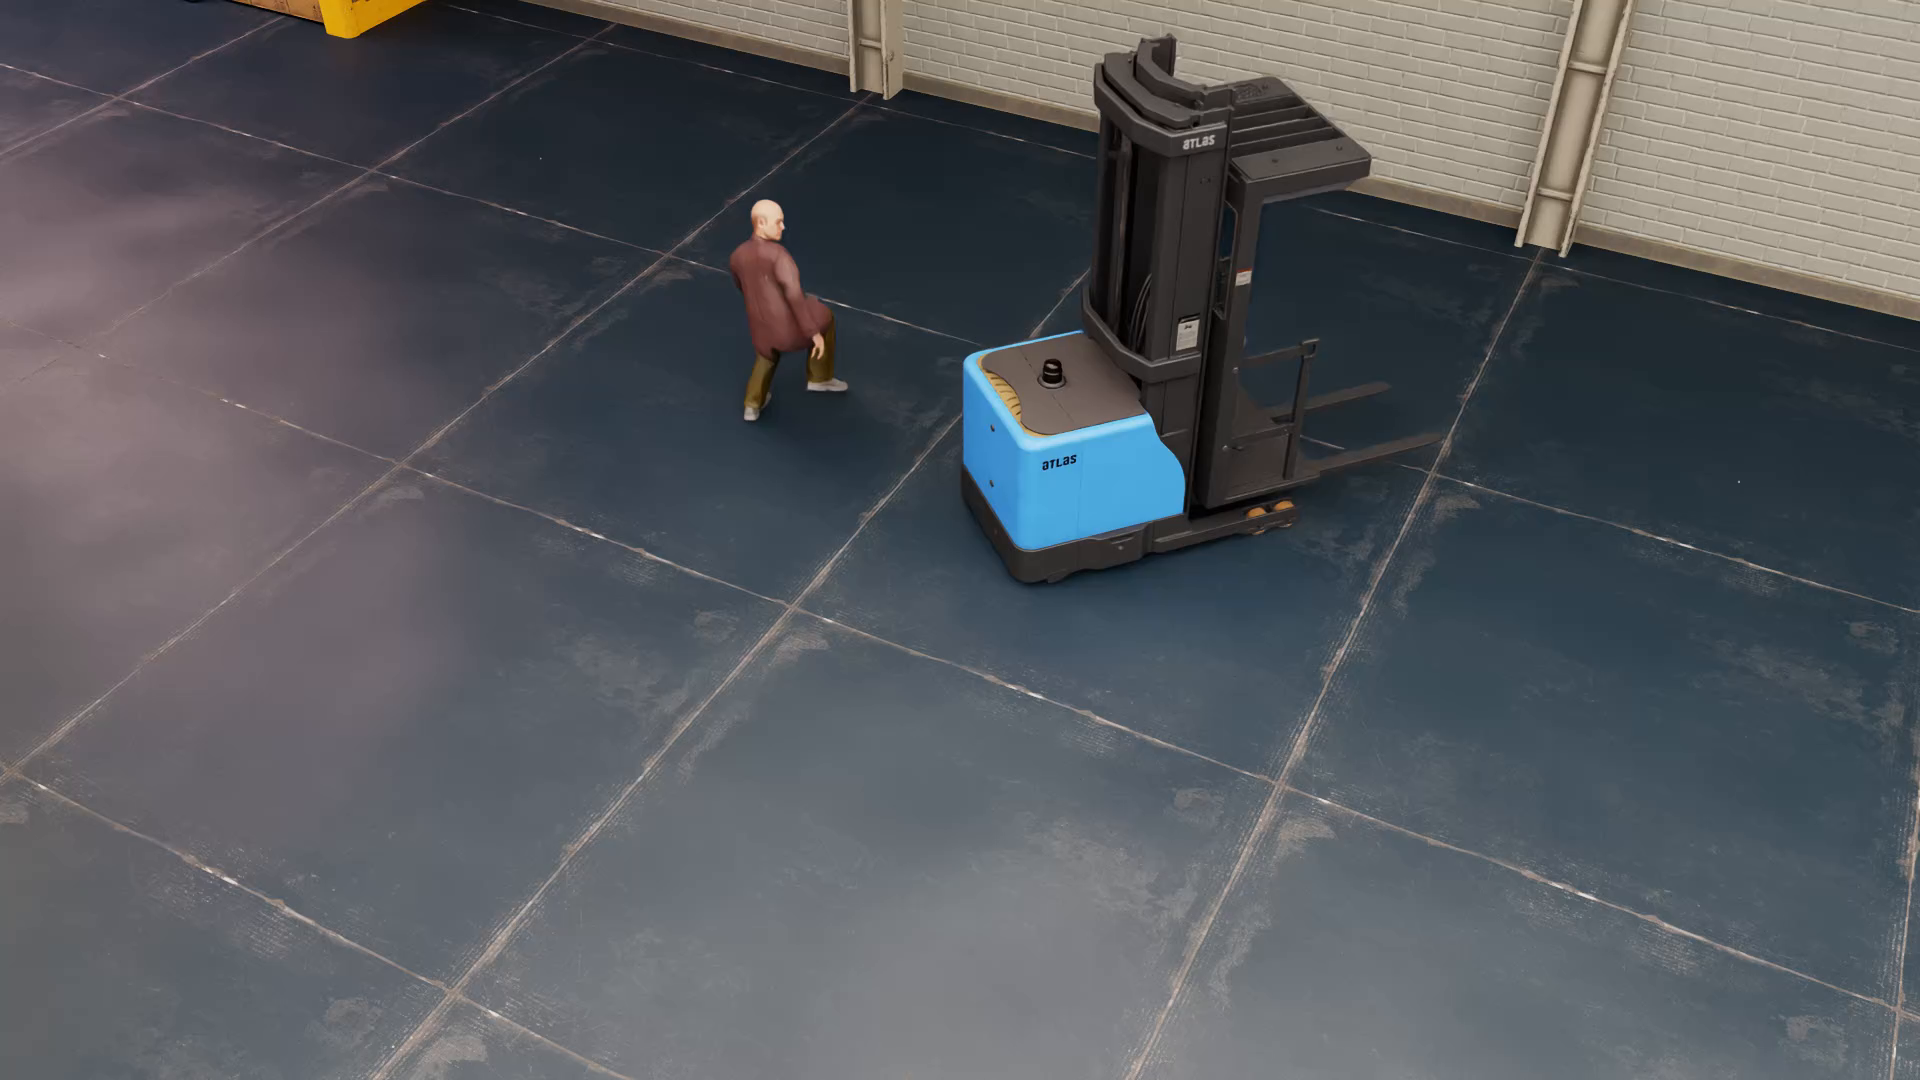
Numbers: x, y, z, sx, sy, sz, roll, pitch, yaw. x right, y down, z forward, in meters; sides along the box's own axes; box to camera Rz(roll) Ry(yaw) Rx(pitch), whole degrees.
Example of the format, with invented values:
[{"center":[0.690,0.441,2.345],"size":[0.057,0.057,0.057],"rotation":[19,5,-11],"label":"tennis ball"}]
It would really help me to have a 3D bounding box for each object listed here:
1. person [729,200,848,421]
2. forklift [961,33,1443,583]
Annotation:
[{"center":[-1.114,-1.486,10.862],"size":[0.818,1.548,0.740],"rotation":[16,43,18],"label":"person"},{"center":[1.576,-1.459,9.719],"size":[3.031,2.935,1.130],"rotation":[-14,42,-16],"label":"forklift"}]
